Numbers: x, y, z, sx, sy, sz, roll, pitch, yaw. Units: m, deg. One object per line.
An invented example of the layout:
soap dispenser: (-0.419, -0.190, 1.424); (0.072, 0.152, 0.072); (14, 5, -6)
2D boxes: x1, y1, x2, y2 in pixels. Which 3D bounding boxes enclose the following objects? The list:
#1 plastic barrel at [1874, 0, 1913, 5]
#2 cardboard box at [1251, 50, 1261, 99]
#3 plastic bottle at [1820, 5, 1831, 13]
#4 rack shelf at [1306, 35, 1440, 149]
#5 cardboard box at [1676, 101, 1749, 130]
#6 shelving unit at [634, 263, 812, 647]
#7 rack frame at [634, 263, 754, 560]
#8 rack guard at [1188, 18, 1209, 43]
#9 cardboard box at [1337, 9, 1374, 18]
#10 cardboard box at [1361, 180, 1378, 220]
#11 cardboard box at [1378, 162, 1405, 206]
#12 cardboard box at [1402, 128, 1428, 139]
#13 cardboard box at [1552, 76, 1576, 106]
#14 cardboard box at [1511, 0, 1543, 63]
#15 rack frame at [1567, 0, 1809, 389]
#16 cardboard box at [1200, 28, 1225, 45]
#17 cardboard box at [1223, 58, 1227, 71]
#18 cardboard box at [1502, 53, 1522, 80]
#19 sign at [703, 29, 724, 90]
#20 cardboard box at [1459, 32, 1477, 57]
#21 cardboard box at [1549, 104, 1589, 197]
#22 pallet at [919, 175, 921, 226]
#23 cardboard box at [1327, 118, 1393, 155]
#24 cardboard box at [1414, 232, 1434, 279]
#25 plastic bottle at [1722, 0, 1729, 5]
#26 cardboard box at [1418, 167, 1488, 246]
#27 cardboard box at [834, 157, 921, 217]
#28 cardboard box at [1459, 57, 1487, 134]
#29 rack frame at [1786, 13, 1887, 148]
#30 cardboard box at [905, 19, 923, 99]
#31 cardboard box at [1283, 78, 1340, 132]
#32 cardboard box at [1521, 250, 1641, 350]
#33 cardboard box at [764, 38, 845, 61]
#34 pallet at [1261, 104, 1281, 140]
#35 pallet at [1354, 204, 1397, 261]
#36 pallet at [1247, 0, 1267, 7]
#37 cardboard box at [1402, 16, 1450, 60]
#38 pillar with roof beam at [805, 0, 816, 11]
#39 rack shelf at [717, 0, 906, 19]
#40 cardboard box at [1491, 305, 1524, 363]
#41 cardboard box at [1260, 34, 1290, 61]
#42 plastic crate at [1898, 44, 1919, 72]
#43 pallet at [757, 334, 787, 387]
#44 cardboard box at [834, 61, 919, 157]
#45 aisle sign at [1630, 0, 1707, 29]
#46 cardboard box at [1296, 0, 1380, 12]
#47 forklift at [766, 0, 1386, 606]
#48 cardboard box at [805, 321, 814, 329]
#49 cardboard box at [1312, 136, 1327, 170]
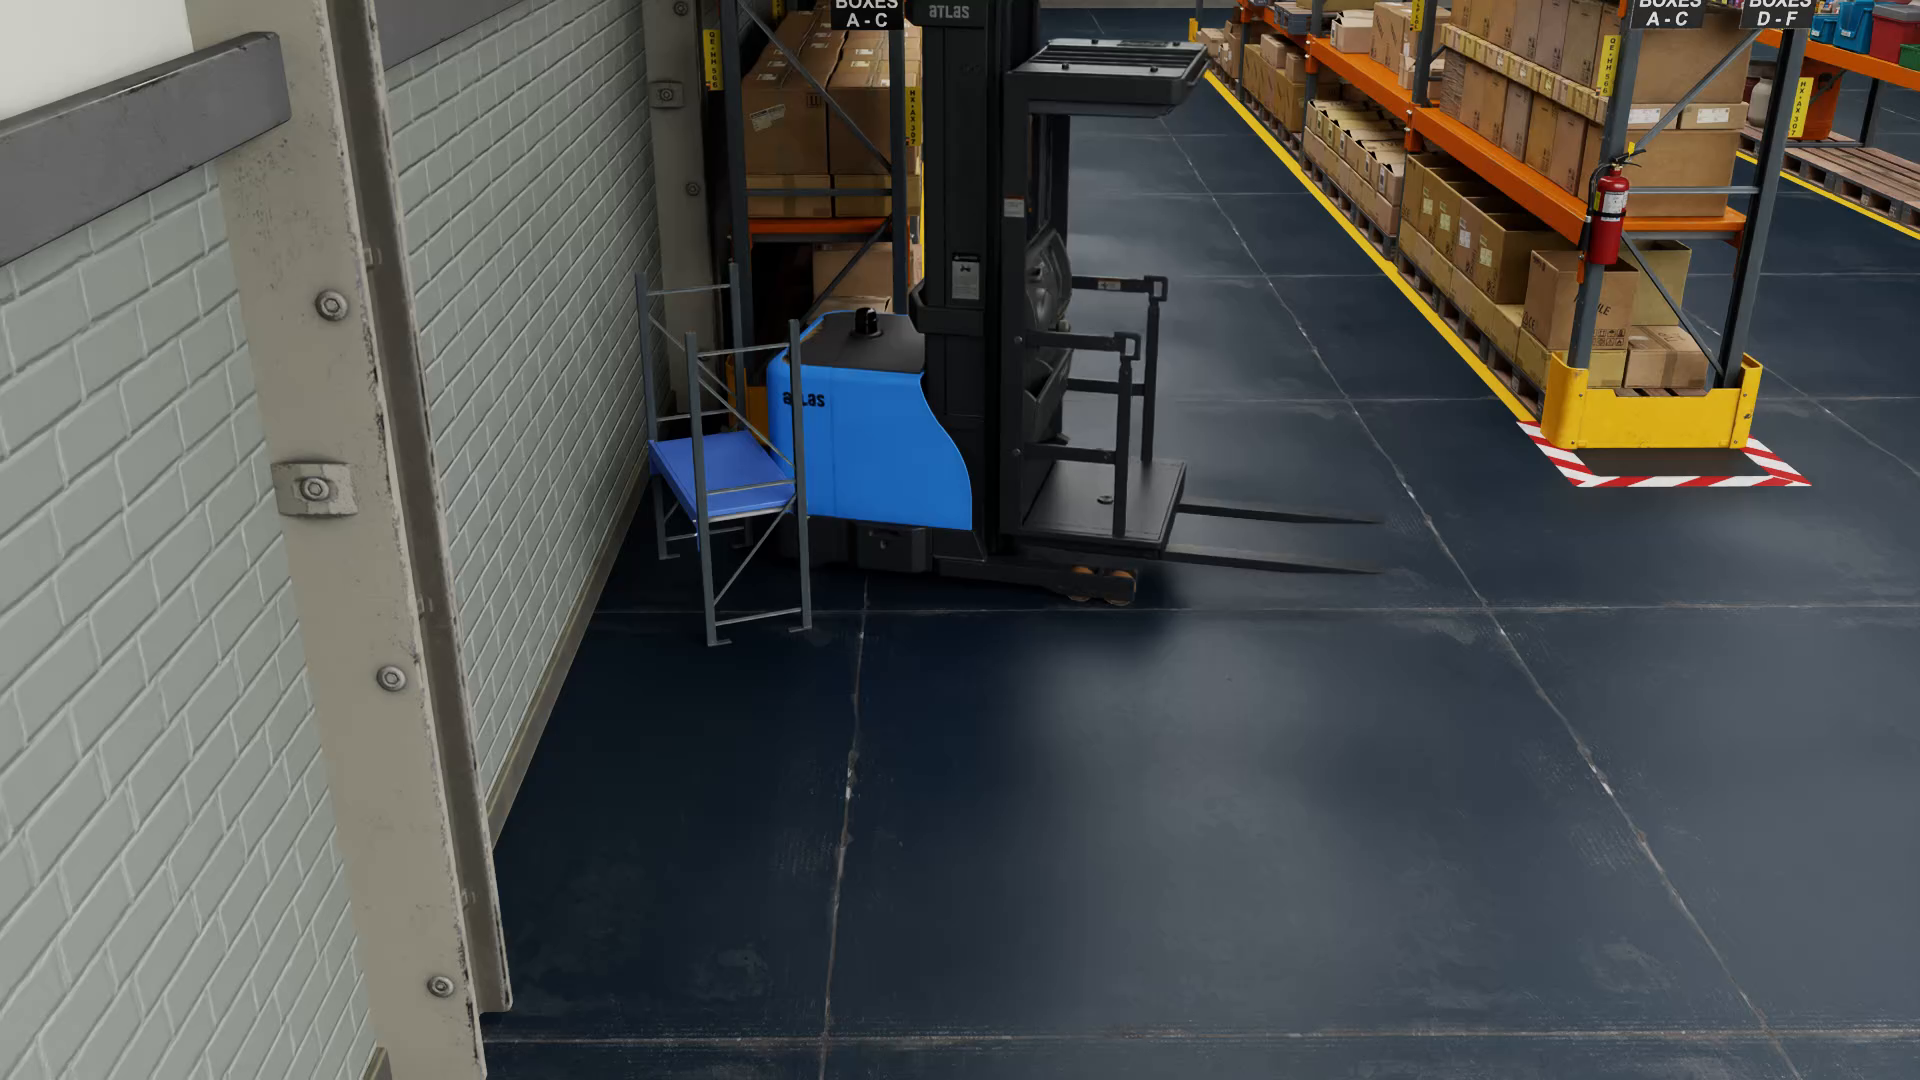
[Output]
plastic barrel: (9.323, -5.185, 16.408); (0.600, 0.536, 0.708); (0, 24, -1)
cardboard box: (3.797, -5.581, 19.950); (0.500, 0.500, 0.500); (0, 24, 0)
plastic bottle: (9.204, -5.584, 17.698); (0.097, 0.201, 0.097); (0, 24, 0)
rack shelf: (4.084, -4.140, 15.136); (1.077, 0.370, 4.000); (0, 24, -1)
cardboard box: (4.360, -2.499, 9.727); (0.380, 0.149, 0.250); (0, 24, -1)
shelving unit: (-1.125, -0.429, 7.878); (0.538, 1.500, 1.048); (-9, 26, -20)
rack frame: (-1.315, -0.623, 8.308); (0.500, 1.500, 0.032); (-9, 26, -20)
rack guard: (3.976, -7.418, 24.545); (1.175, 0.500, 0.348); (0, 24, -1)
cardboard box: (4.022, -5.101, 16.497); (0.500, 0.311, 0.500); (1, 24, 3)
cardboard box: (3.808, -2.960, 14.482); (0.500, 0.250, 0.500); (-1, 24, -1)
cardboard box: (3.815, -3.003, 13.896); (0.500, 0.311, 0.500); (0, 24, -1)
cardboard box: (4.332, -3.642, 15.310); (0.500, 0.311, 0.500); (0, 24, 1)
cardboard box: (3.947, -2.810, 10.414); (0.380, 0.149, 0.250); (0, 24, 0)
cardboard box: (4.133, -3.477, 11.102); (0.700, 0.500, 0.500); (0, 24, -1)
rack frame: (4.149, -1.995, 9.521); (1.000, 3.000, 0.127); (0, 24, -1)
cardboard box: (3.703, -7.104, 23.621); (0.500, 0.250, 0.500); (0, 24, -1)
cardboard box: (3.664, -6.229, 21.809); (0.380, 0.149, 0.250); (0, 24, -1)
cardboard box: (3.935, -3.235, 11.353); (0.380, 0.149, 0.250); (0, 24, -1)
sign: (-1.359, -2.649, 9.178); (0.100, 0.325, 0.005); (0, 24, -1)
cardboard box: (3.922, -3.663, 12.301); (0.380, 0.149, 0.250); (-1, 24, -2)
cardboard box: (4.147, -2.450, 10.405); (0.700, 0.500, 0.500); (0, 24, 1)
pallet: (-0.874, -3.174, 15.511); (1.003, 0.211, 1.213); (0, 24, -1)
cardboard box: (3.792, -3.842, 15.751); (0.500, 0.311, 0.500); (-1, 24, -2)
cardboard box: (3.808, -2.183, 12.765); (0.500, 0.250, 0.500); (0, 24, -1)
plastic bottle: (8.568, -6.026, 18.576); (0.061, 0.283, 0.133); (0, 24, -1)
cardboard box: (3.811, -2.525, 12.610); (0.500, 0.500, 0.500); (0, 24, -1)
cardboard box: (-0.492, -2.115, 9.943); (0.500, 0.250, 0.500); (-1, 24, -2)
cardboard box: (4.129, -3.289, 12.260); (0.700, 0.500, 0.500); (-1, 24, -1)
rack frame: (9.015, -5.312, 16.856); (1.000, 3.000, 0.127); (0, 24, -1)
cardboard box: (-0.522, -3.503, 12.103); (0.500, 0.500, 0.500); (0, 24, -1)
cardboard box: (3.817, -4.738, 18.084); (0.500, 0.500, 0.500); (1, 24, 2)
cardboard box: (3.846, -1.495, 10.333); (0.500, 0.500, 0.500); (0, 24, -1)
cardboard box: (-1.033, -3.075, 11.157); (0.500, 0.500, 0.500); (0, 24, 0)
pallet: (4.081, -4.830, 19.174); (1.003, 0.211, 1.213); (0, 24, -1)
pallet: (4.059, -2.676, 14.411); (1.003, 0.211, 1.213); (0, 24, -1)
pallet: (3.918, -6.523, 19.765); (1.003, 0.211, 1.213); (0, 24, -1)
cardboard box: (4.108, -4.223, 14.325); (0.500, 0.500, 0.500); (1, 24, 3)
pillar with roof beam: (2.497, -9.953, 19.838); (9.100, 9.000, 0.400); (0, 24, -1)
rack shelf: (-0.826, -3.834, 10.821); (1.077, 0.370, 4.000); (0, 24, -1)
cardboard box: (3.831, -1.359, 10.943); (0.500, 0.250, 0.500); (0, 24, -1)
cardboard box: (3.791, -5.731, 19.370); (0.500, 0.250, 0.500); (0, 24, 0)
plastic crate: (8.758, -4.284, 14.839); (0.450, 0.188, 0.662); (0, 24, -1)
pallet: (-0.778, -1.067, 10.853); (1.003, 0.211, 1.213); (0, 24, -1)
cardboard box: (-0.504, -2.656, 10.229); (0.500, 0.500, 0.500); (0, 24, 0)
aisle sign: (3.856, -3.151, 8.923); (0.394, 0.787, 0.004); (0, 24, -1)
cardboard box: (3.943, -5.788, 17.276); (0.700, 0.500, 0.500); (-9, 26, -18)
forklift: (0.615, -1.258, 7.975); (3.031, 2.935, 1.130); (6, 25, 12)
cardboard box: (-0.722, -1.232, 10.563); (0.500, 0.311, 0.500); (-3, 25, -7)
cardboard box: (3.780, -3.806, 16.352); (0.500, 0.250, 0.500); (-1, 24, -2)
